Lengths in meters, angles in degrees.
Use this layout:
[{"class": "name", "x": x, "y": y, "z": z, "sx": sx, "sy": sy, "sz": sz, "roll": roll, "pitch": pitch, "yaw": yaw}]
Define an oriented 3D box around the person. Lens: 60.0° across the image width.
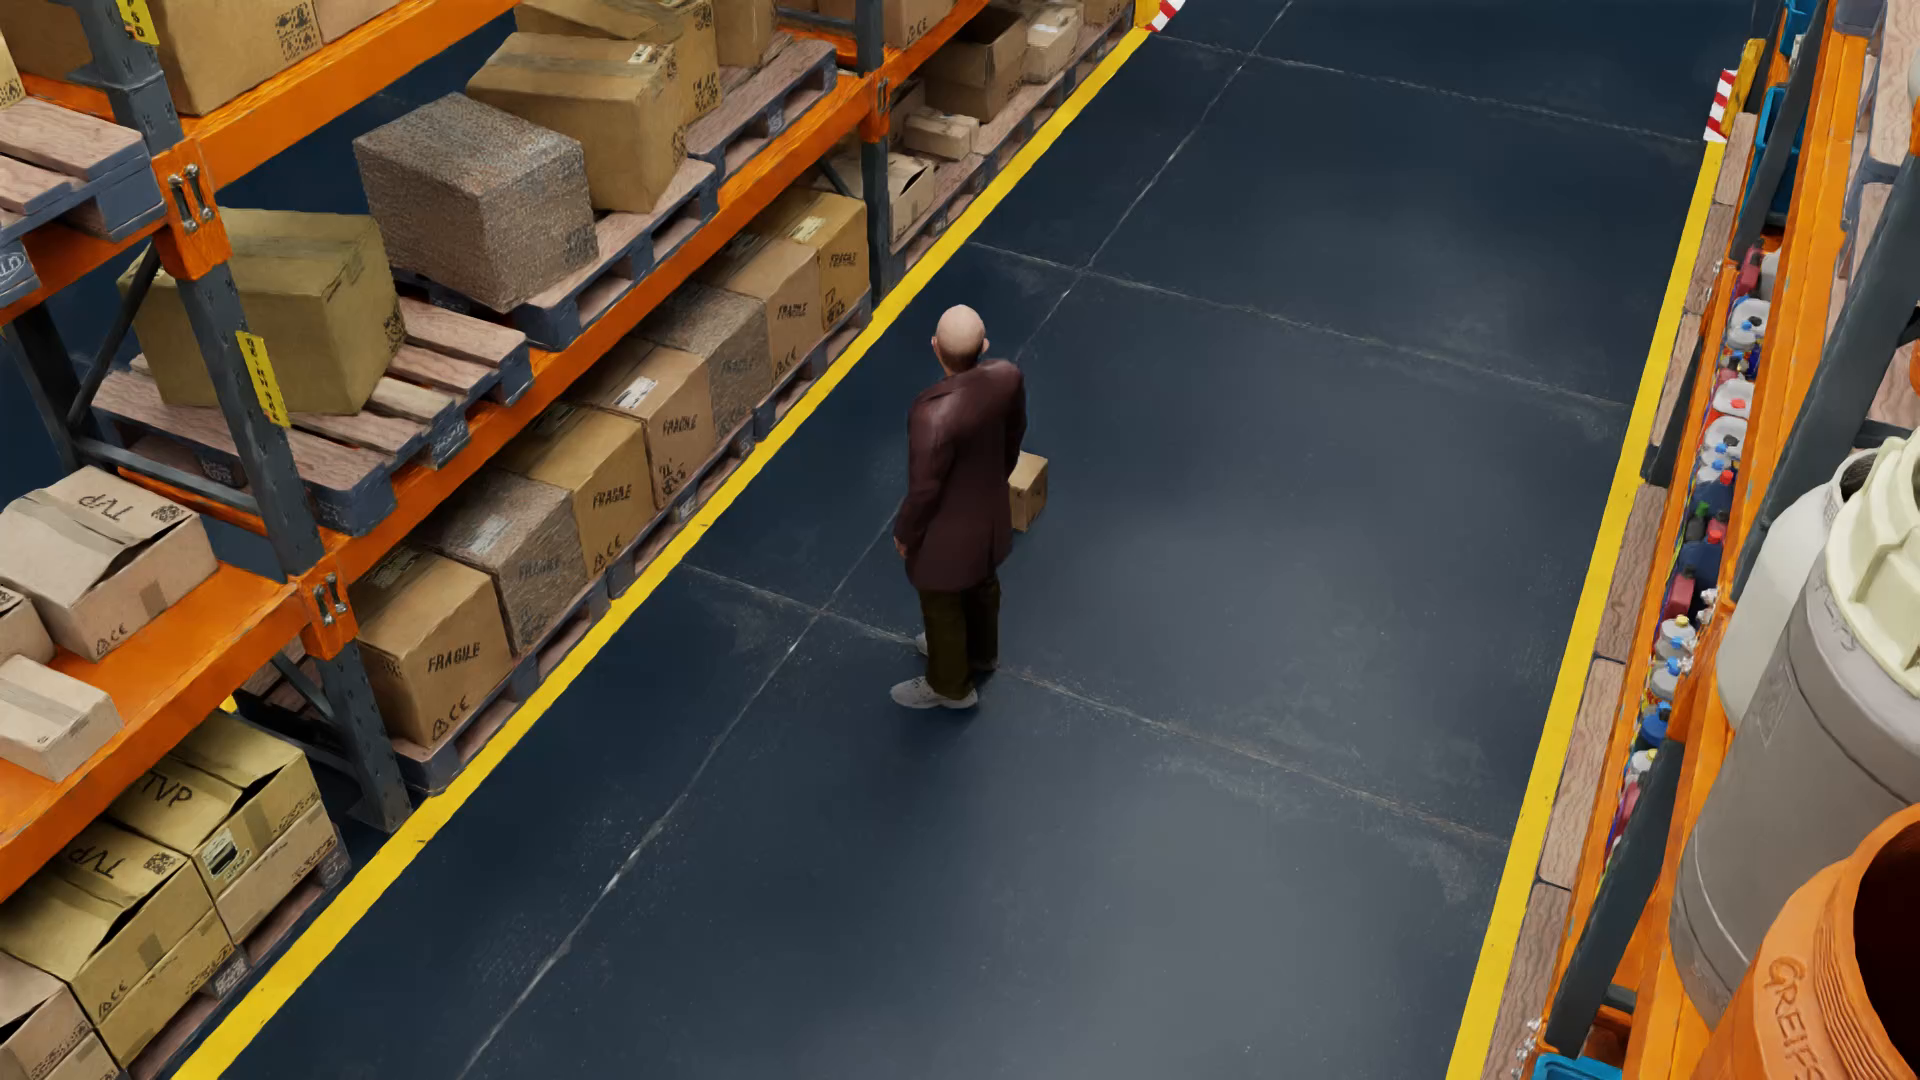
[{"class": "person", "x": -0.035, "y": -0.114, "z": 6.292, "sx": 0.435, "sy": 1.830, "sz": 0.634, "roll": 30, "pitch": 49, "yaw": 29}]
